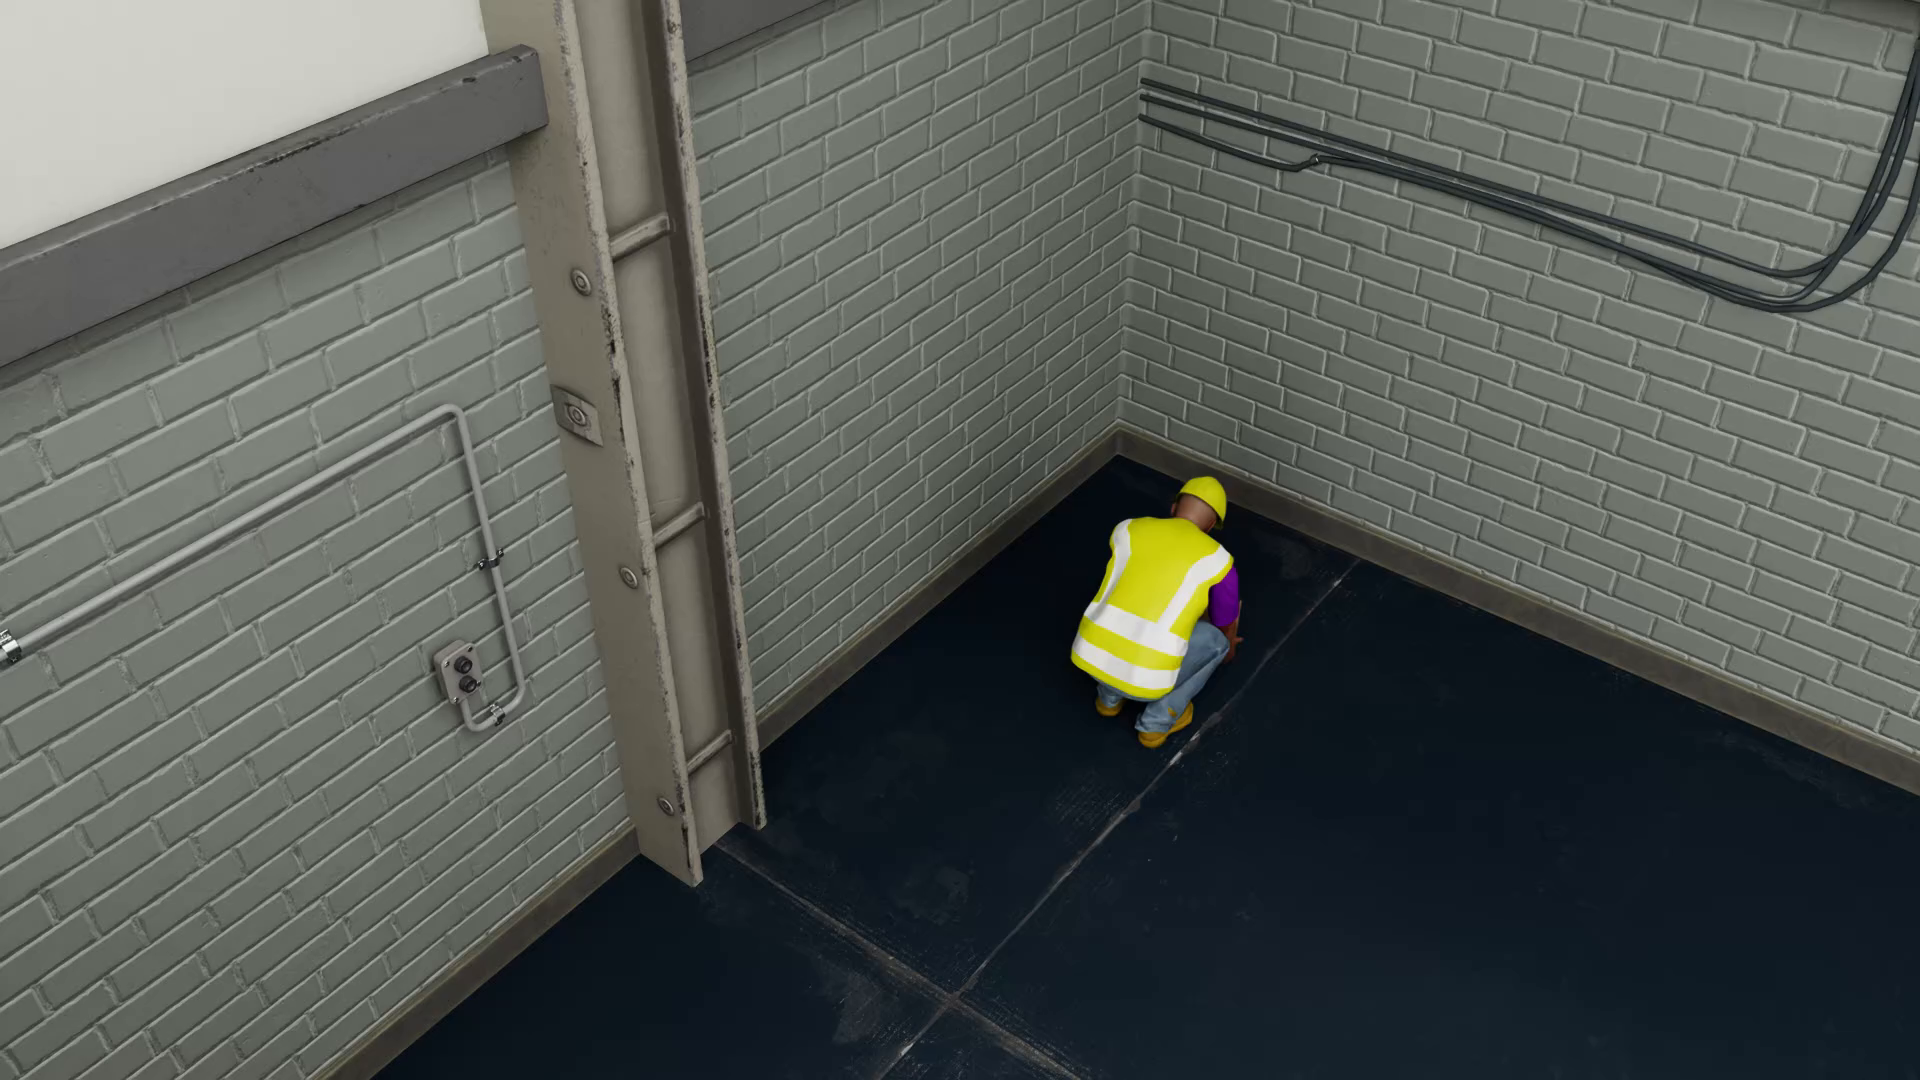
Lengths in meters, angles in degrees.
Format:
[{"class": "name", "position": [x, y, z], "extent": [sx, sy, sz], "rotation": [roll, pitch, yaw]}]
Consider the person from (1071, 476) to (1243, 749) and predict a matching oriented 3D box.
[{"class": "person", "position": [0.776, 0.296, 6.542], "extent": [0.558, 0.894, 0.905], "rotation": [26, 45, 28]}]
